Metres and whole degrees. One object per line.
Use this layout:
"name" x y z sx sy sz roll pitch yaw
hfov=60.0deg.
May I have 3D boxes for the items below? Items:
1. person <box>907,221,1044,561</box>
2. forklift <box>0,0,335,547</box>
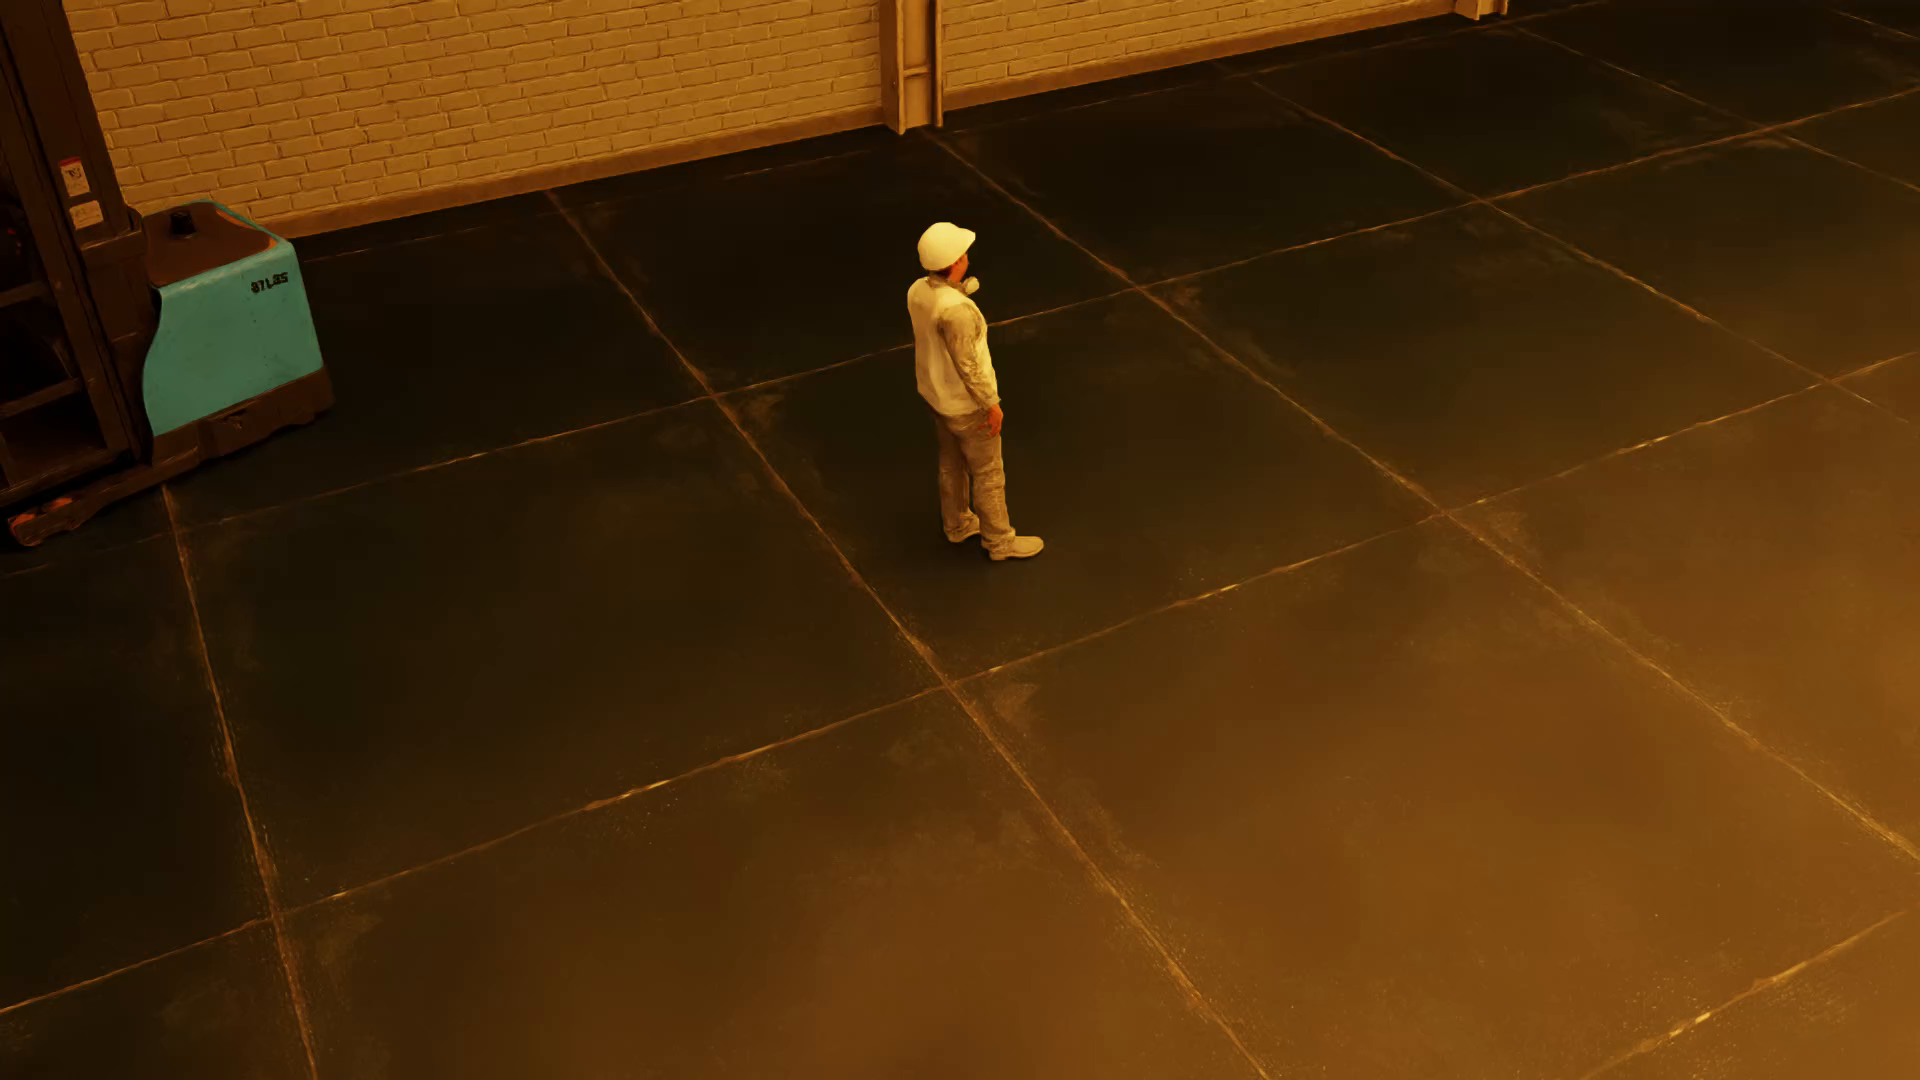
"person" 0.059 -0.743 8.164 0.567 1.773 0.632 -17 39 -23
"forklift" -4.997 -1.497 8.240 1.130 2.935 3.031 27 44 33
